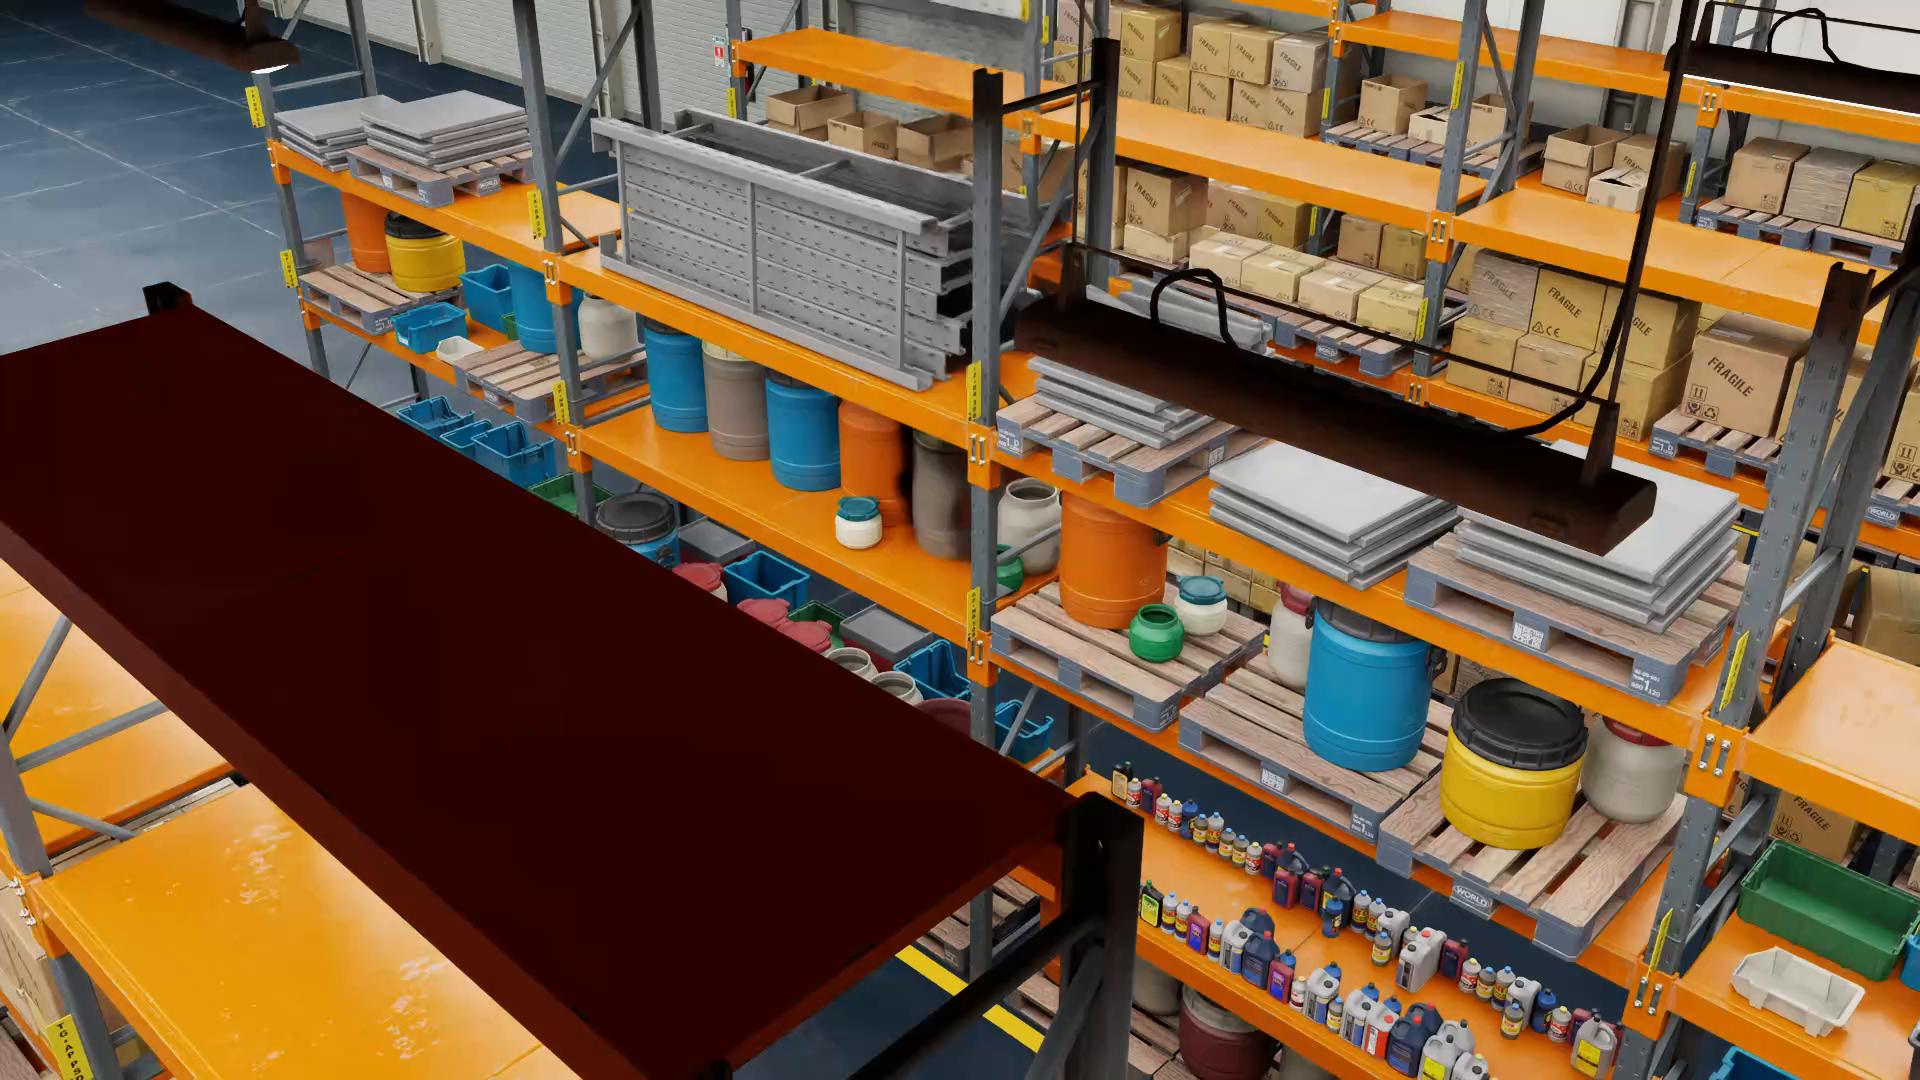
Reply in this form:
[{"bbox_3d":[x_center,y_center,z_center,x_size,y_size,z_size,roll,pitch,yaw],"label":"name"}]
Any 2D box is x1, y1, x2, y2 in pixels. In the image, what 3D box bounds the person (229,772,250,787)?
[{"bbox_3d":[-4.782,1.873,11.186,0.957,1.716,0.681,23,36,34],"label":"person"}]
